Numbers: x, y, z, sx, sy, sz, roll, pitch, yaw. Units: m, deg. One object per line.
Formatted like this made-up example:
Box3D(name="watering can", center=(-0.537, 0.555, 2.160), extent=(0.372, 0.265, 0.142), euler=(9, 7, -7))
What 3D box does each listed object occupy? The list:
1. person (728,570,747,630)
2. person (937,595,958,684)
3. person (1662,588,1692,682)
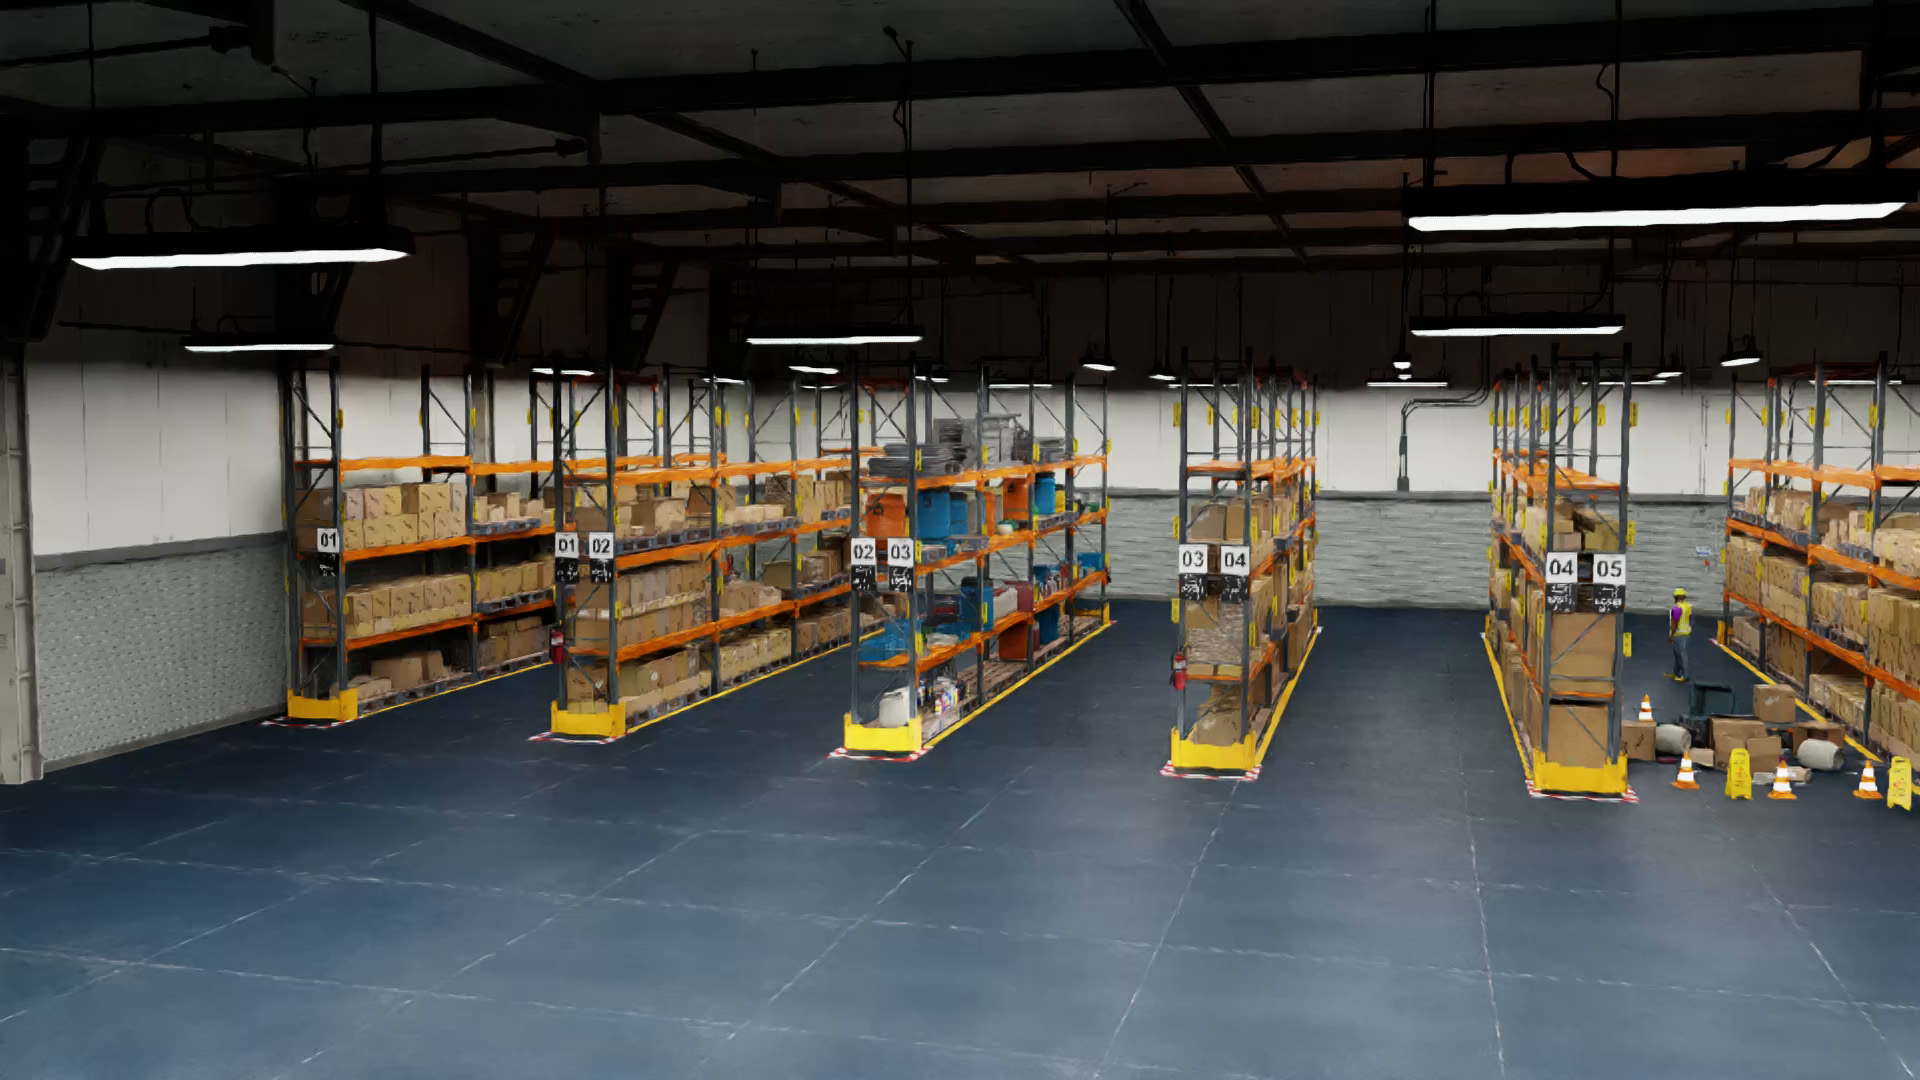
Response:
Box3D(name="person", center=(-4.973, 1.470, 37.133), extent=(0.639, 1.632, 0.506), euler=(1, 4, 13))
Box3D(name="person", center=(-0.227, 1.783, 29.993), extent=(0.501, 1.594, 0.516), euler=(2, 5, 26))
Box3D(name="person", center=(13.670, 1.784, 31.666), extent=(0.585, 1.763, 0.682), euler=(4, 5, 40))
